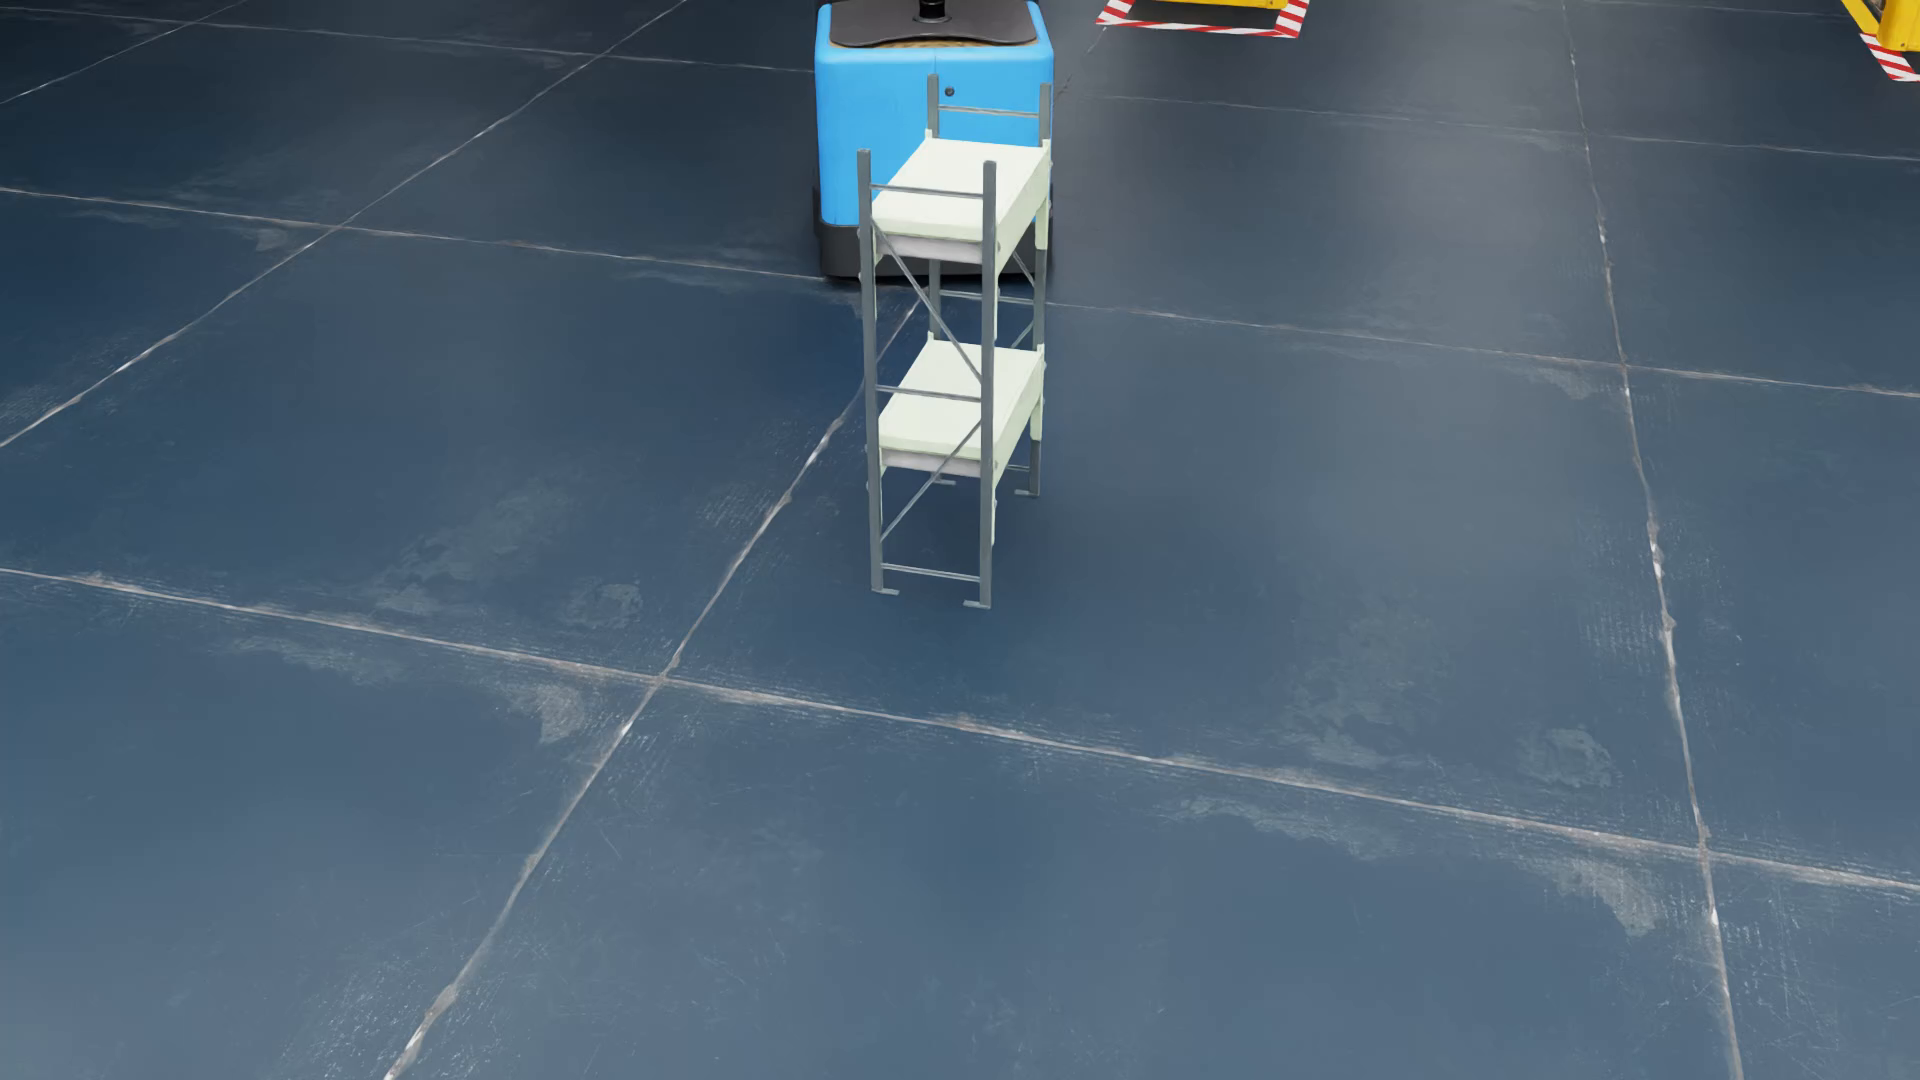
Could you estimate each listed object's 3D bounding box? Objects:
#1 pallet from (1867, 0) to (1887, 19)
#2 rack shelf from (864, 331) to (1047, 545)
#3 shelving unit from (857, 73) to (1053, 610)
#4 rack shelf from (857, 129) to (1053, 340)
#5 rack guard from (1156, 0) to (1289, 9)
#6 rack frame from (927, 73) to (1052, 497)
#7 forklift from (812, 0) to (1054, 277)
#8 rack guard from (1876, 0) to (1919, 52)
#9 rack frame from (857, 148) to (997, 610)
[{"bbox_3d":[6.809,-3.675,11.334,1.003,0.211,1.213,8,33,12],"label":"pallet"},{"bbox_3d":[-0.002,-0.354,5.517,0.431,0.370,0.720,8,33,12],"label":"rack shelf"},{"bbox_3d":[-0.002,-0.629,5.342,0.431,1.500,0.755,8,33,12],"label":"shelving unit"},{"bbox_3d":[-0.002,-0.959,5.133,0.431,0.370,0.720,8,33,12],"label":"rack shelf"},{"bbox_3d":[1.733,-4.061,11.672,1.175,0.500,0.348,8,33,12],"label":"rack guard"},{"bbox_3d":[0.091,-0.819,5.641,0.400,1.500,0.023,8,33,12],"label":"rack frame"},{"bbox_3d":[-0.176,-3.182,8.024,1.130,2.935,3.031,-1,32,-2],"label":"forklift"},{"bbox_3d":[6.569,-3.380,10.601,1.175,0.500,0.348,8,33,12],"label":"rack guard"},{"bbox_3d":[-0.095,-0.440,5.043,0.400,1.500,0.023,8,33,12],"label":"rack frame"}]
